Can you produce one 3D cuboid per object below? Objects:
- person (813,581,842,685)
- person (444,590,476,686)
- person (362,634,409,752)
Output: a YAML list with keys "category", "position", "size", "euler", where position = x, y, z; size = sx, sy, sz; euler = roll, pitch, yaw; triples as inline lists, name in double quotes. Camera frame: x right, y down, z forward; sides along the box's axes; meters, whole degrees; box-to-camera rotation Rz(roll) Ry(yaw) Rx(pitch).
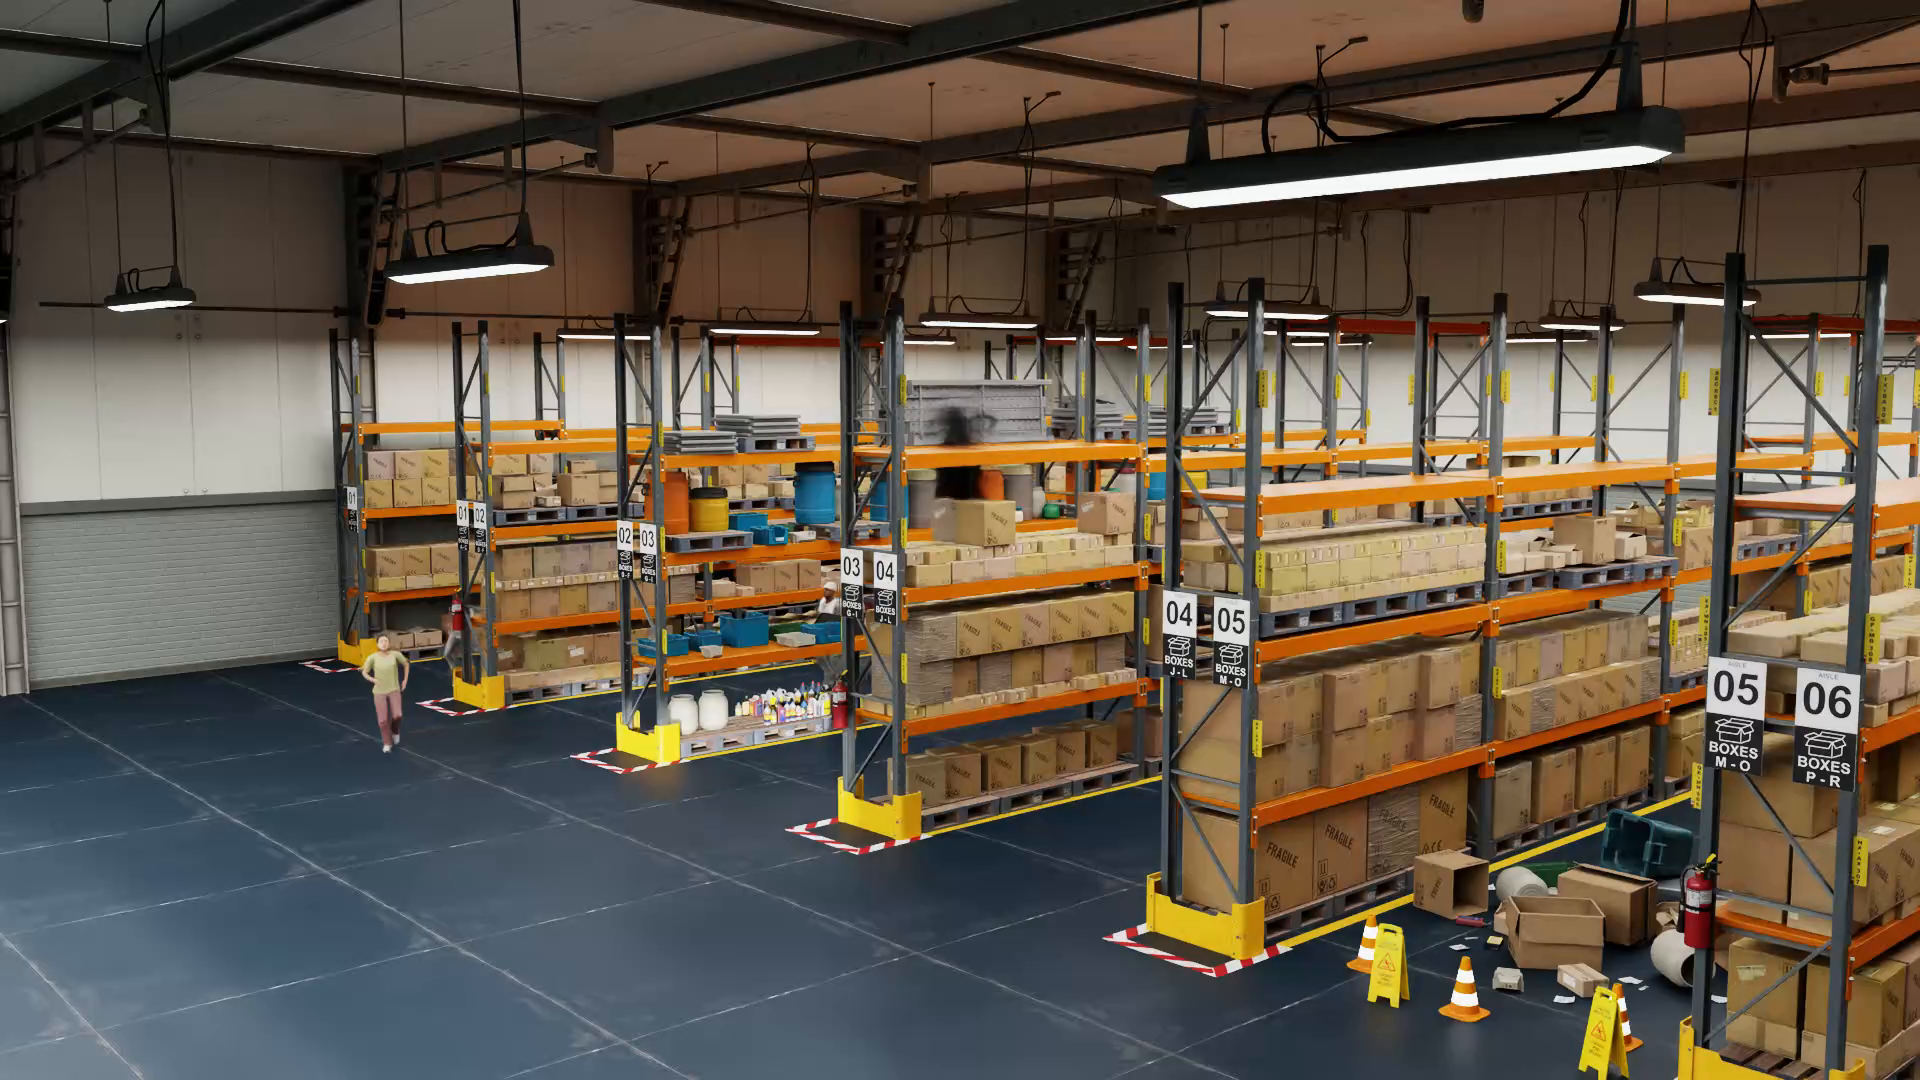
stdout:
- category: "person"
  position: [-2.173, 1.566, 27.554]
  size: [0.679, 1.765, 0.660]
  euler: [4, 7, 38]
- category: "person"
  position: [-8.345, 1.638, 27.686]
  size: [0.510, 1.601, 0.676]
  euler: [2, 6, 23]
- category: "person"
  position: [-7.858, 2.098, 22.798]
  size: [0.627, 1.641, 0.526]
  euler: [-2, 6, -23]
